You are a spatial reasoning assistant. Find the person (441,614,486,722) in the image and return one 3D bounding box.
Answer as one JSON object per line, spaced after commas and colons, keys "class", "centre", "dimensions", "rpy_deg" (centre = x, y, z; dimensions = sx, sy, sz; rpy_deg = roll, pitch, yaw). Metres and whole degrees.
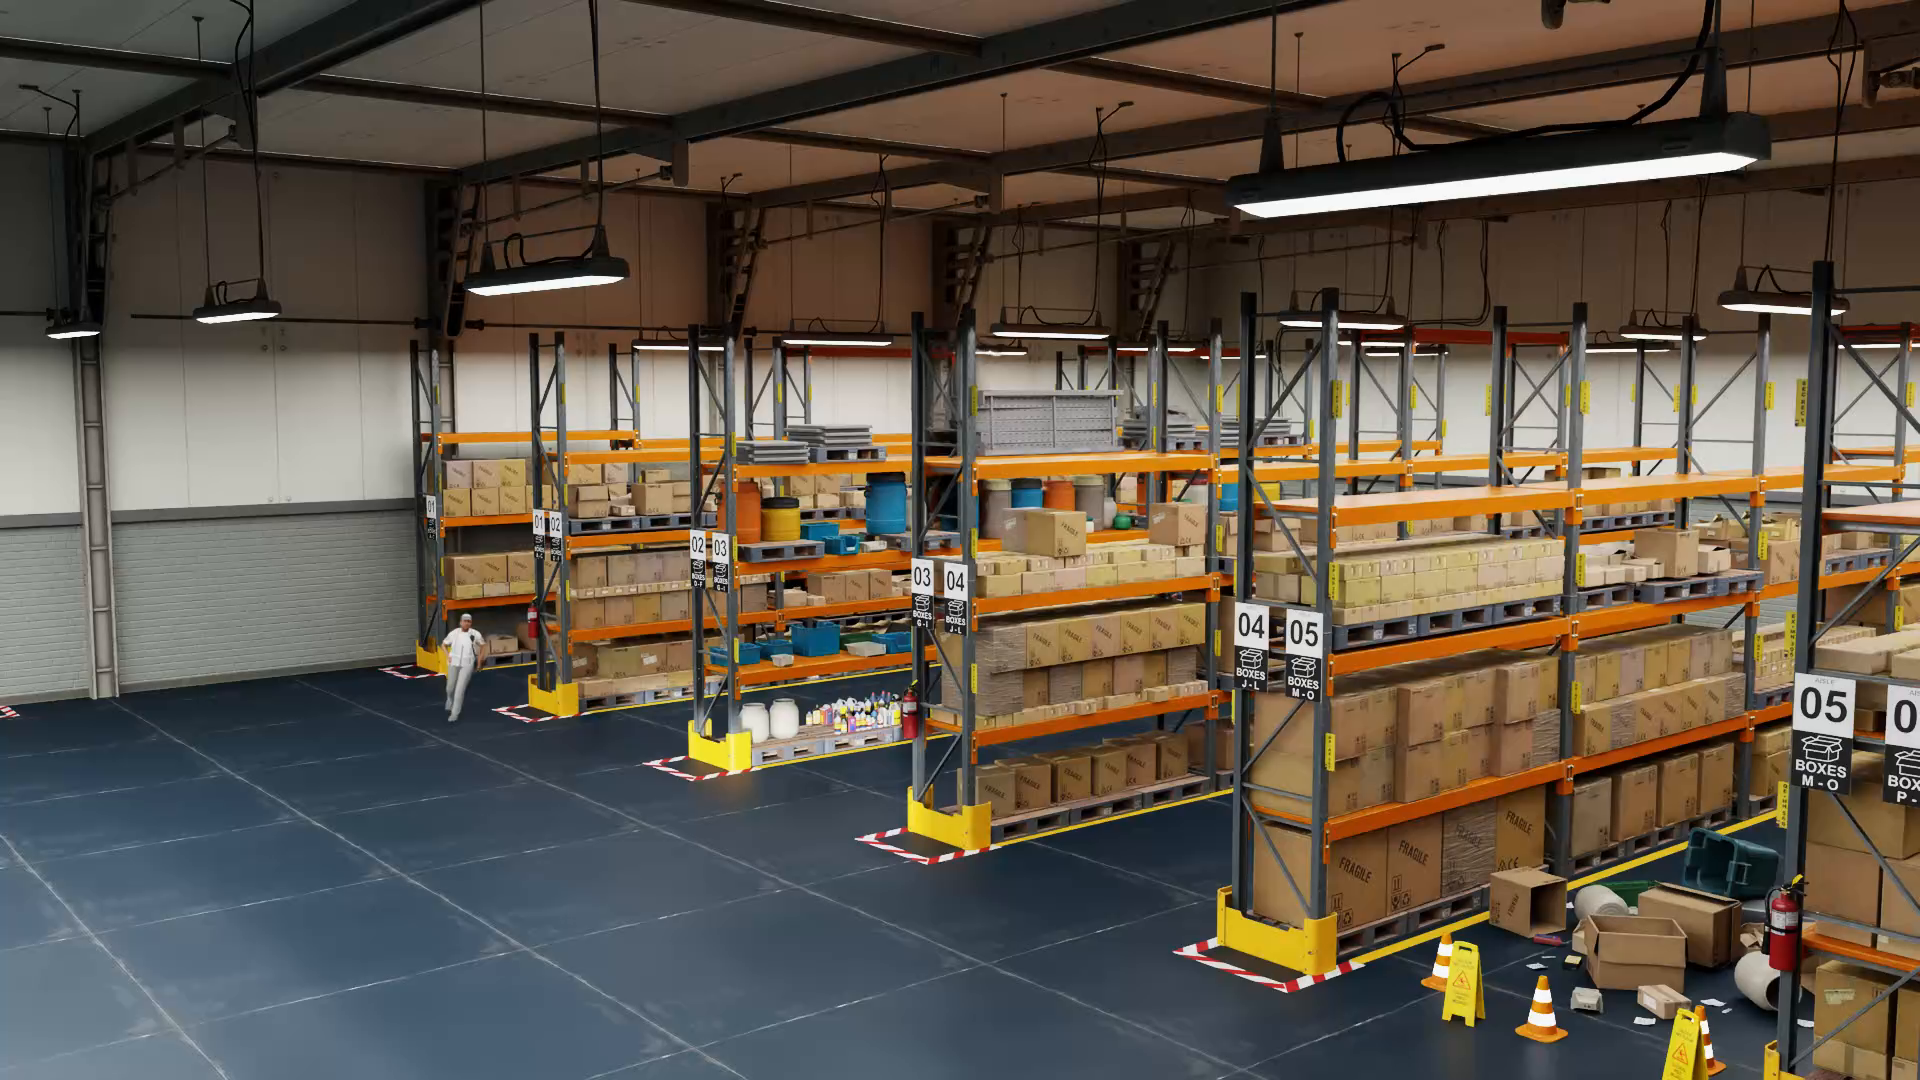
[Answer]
{"class": "person", "centre": [-7.745, 1.960, 25.950], "dimensions": [0.670, 1.624, 0.839], "rpy_deg": [-1, 5, -10]}
